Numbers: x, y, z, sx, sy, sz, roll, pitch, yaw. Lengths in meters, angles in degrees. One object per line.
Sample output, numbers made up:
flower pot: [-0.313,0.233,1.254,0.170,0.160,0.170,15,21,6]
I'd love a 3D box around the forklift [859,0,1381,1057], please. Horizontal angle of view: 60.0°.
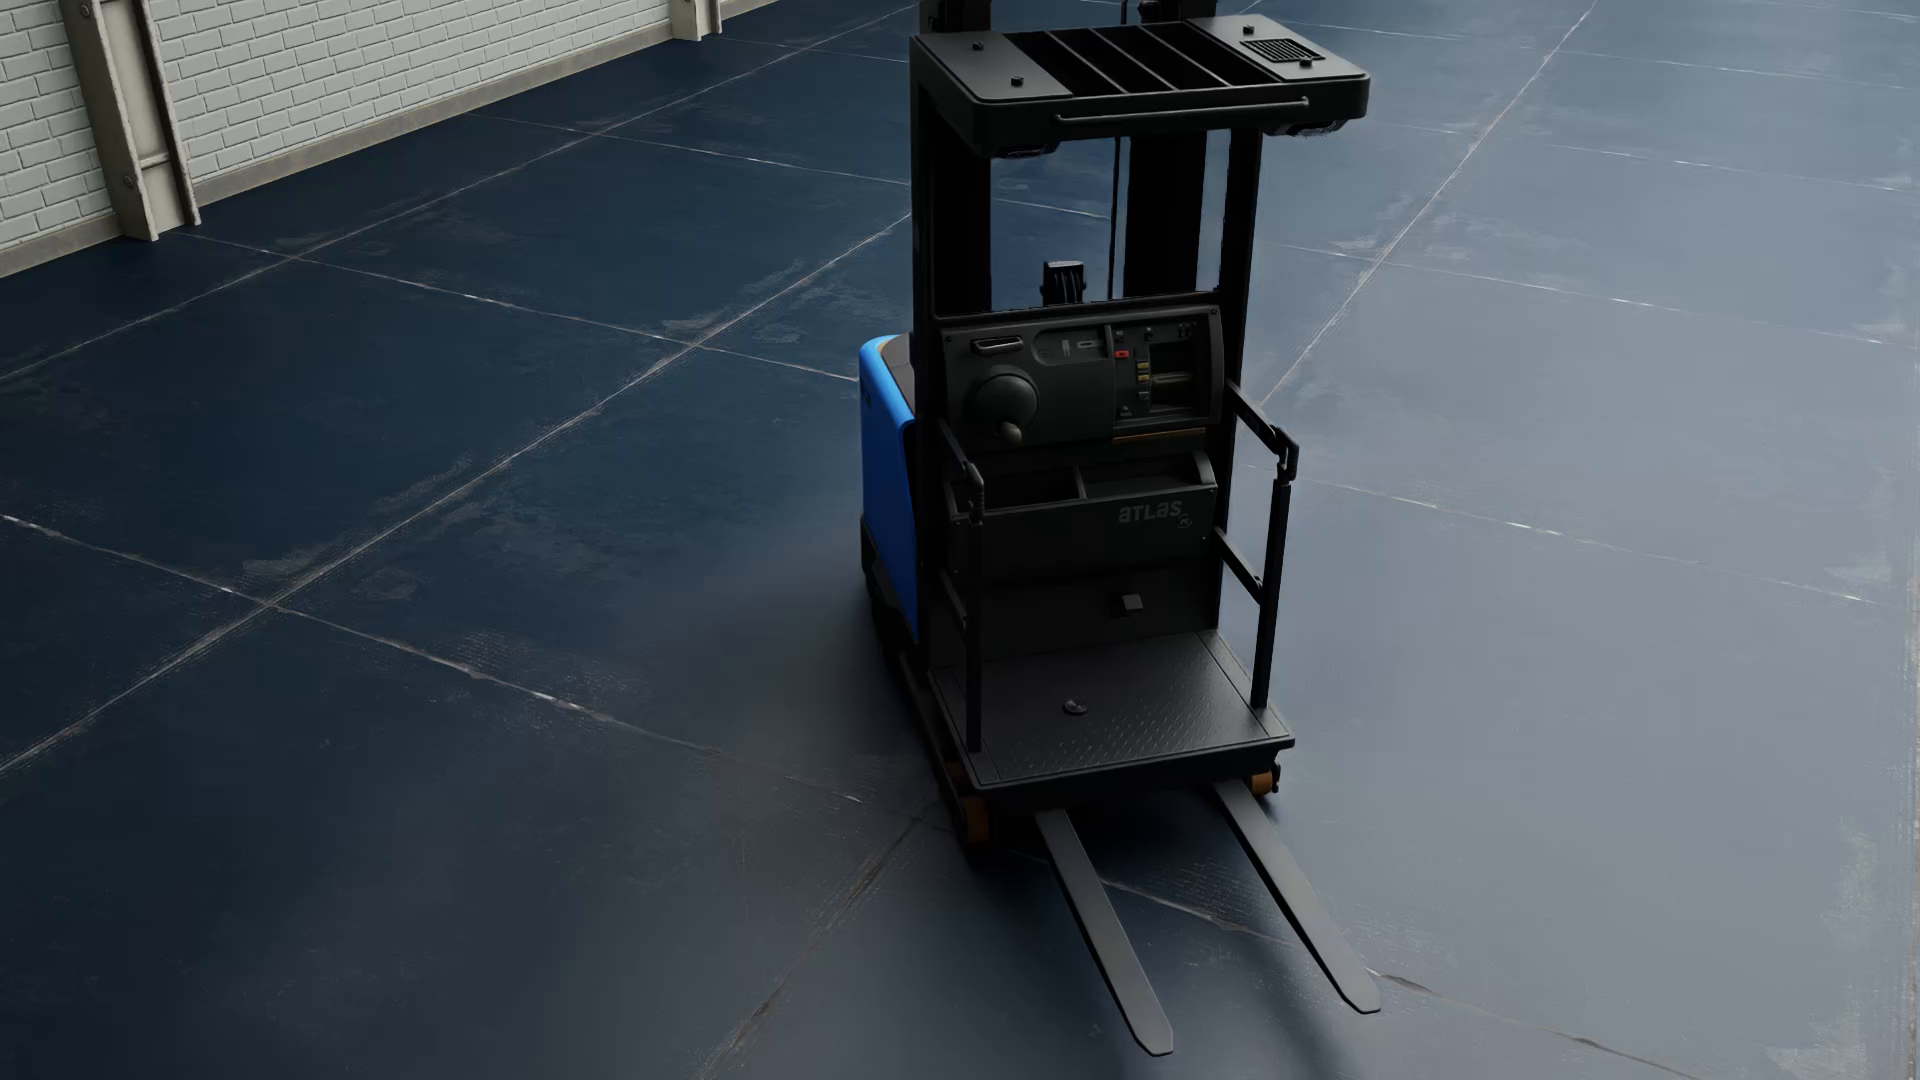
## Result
forklift: [0.455,-0.478,5.140,1.130,2.935,3.031,-7,31,-13]

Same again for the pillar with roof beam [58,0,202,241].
pillar with roof beam: [-1.340,-4.942,6.819,9.100,9.000,0.400,14,33,23]

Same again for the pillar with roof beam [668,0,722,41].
pillar with roof beam: [1.393,-7.602,11.451,9.100,9.000,0.400,14,33,23]

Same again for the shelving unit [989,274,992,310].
shelving unit: [-0.020,-0.531,6.969,0.258,1.200,0.189,12,32,21]

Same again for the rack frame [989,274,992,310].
rack frame: [0.018,-0.573,7.042,0.240,1.200,0.006,12,32,21]
